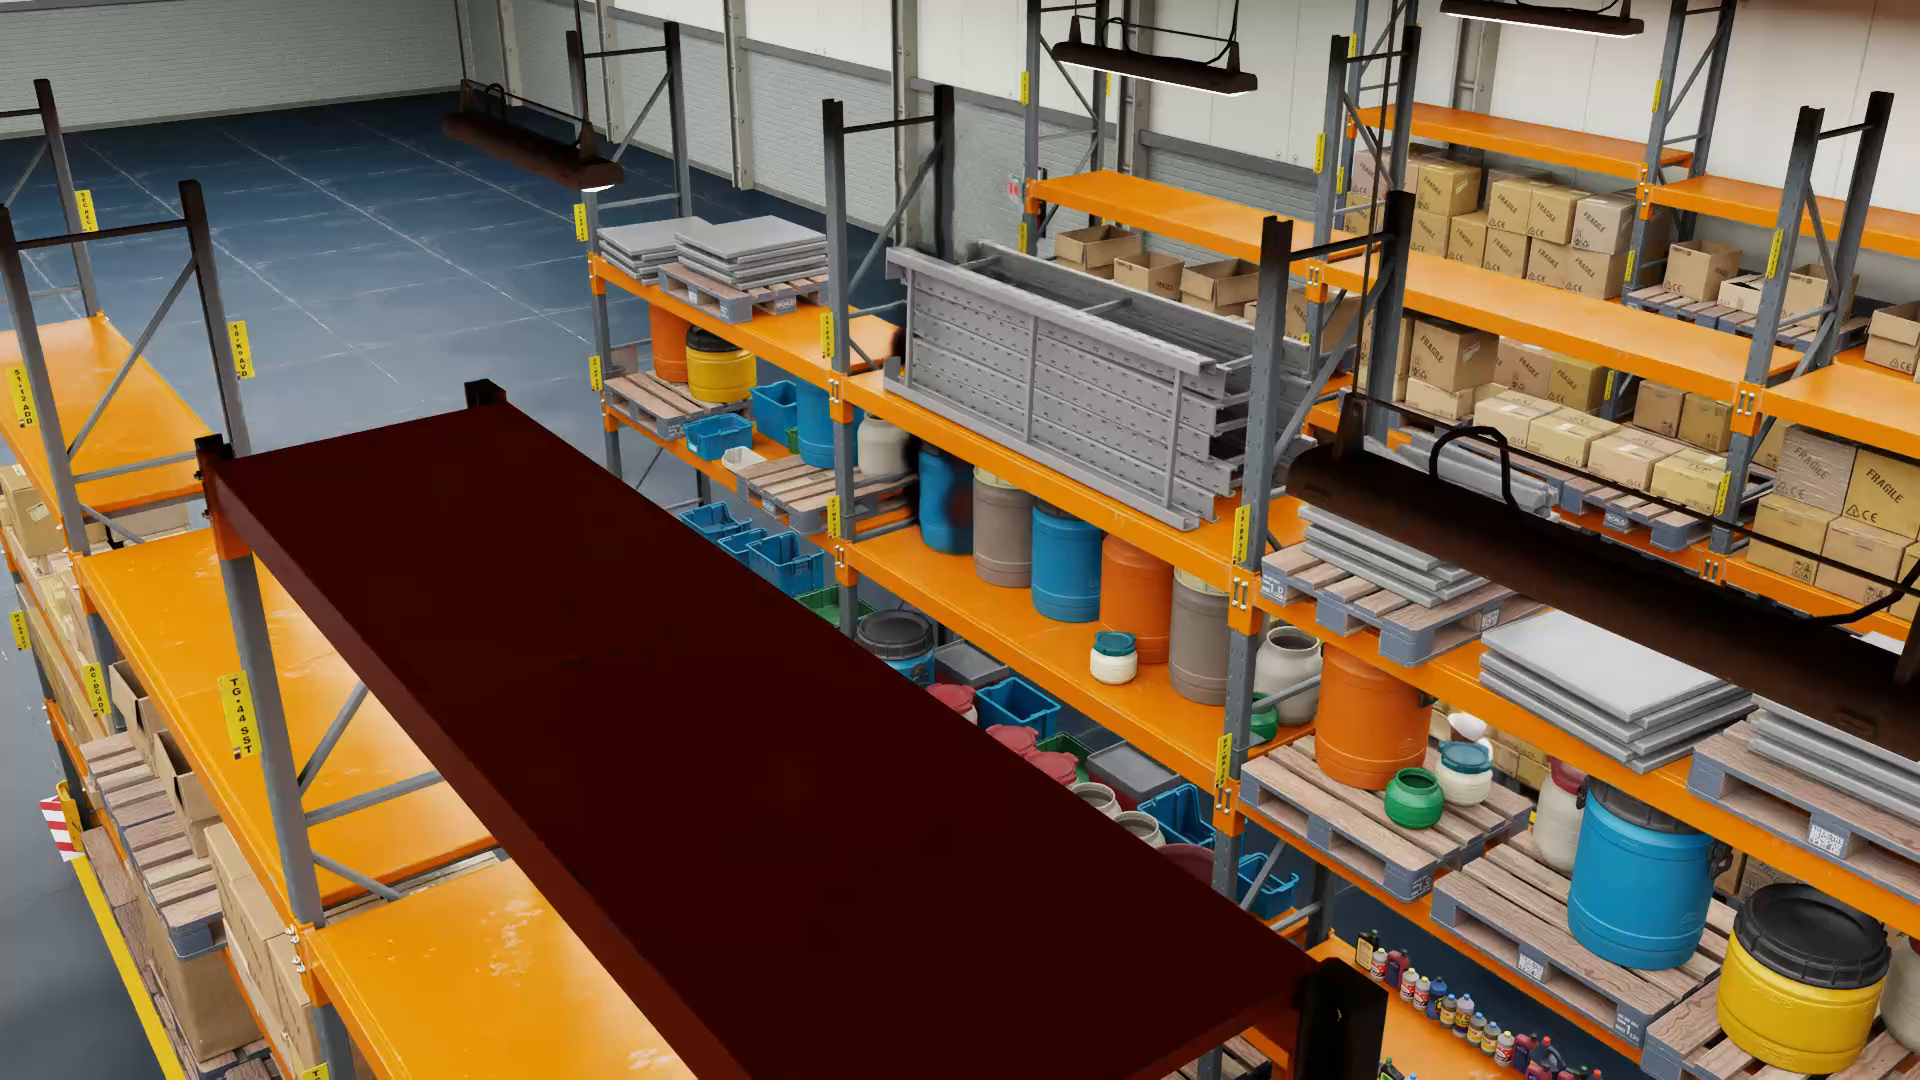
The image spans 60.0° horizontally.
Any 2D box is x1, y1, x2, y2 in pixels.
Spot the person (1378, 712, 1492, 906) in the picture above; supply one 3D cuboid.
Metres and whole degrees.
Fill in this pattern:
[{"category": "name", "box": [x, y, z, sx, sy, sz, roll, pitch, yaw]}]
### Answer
[{"category": "person", "box": [3.521, 2.009, 11.927, 0.946, 1.818, 0.681, 20, 31, 36]}]
